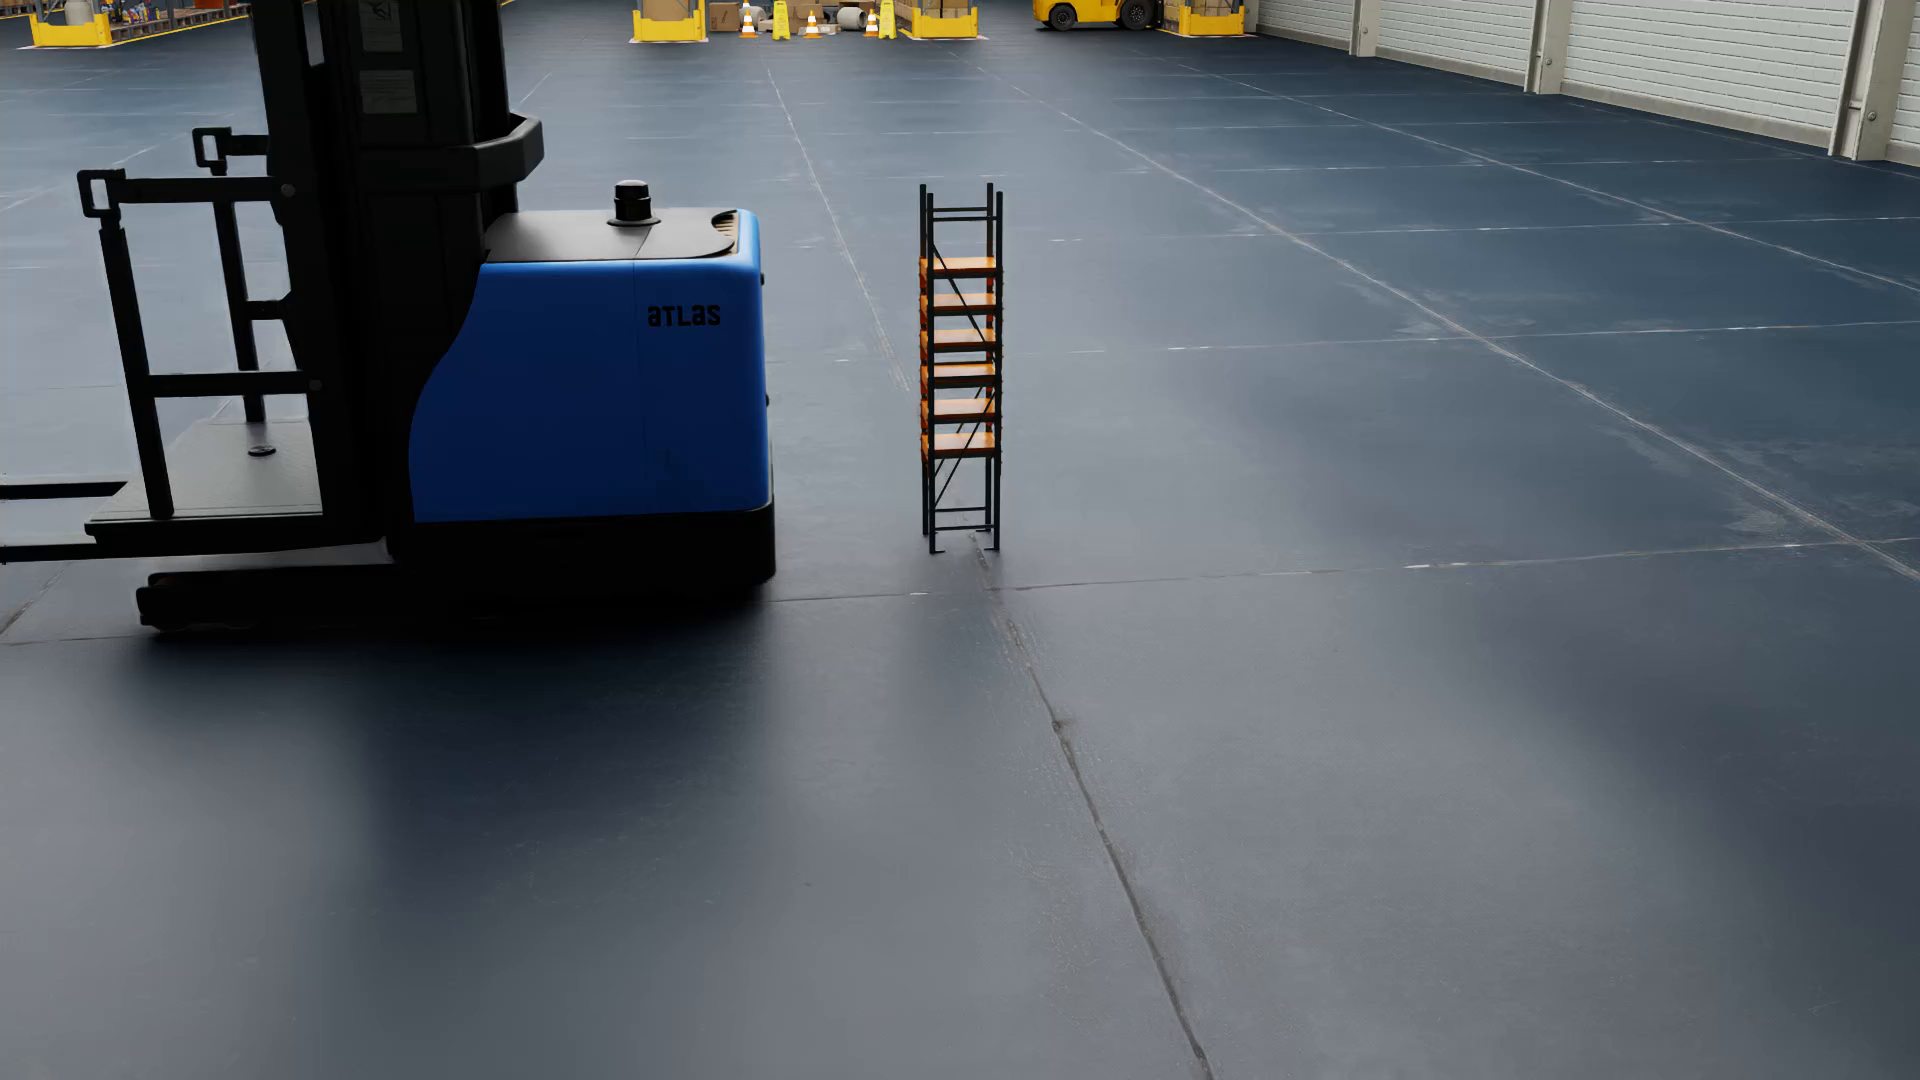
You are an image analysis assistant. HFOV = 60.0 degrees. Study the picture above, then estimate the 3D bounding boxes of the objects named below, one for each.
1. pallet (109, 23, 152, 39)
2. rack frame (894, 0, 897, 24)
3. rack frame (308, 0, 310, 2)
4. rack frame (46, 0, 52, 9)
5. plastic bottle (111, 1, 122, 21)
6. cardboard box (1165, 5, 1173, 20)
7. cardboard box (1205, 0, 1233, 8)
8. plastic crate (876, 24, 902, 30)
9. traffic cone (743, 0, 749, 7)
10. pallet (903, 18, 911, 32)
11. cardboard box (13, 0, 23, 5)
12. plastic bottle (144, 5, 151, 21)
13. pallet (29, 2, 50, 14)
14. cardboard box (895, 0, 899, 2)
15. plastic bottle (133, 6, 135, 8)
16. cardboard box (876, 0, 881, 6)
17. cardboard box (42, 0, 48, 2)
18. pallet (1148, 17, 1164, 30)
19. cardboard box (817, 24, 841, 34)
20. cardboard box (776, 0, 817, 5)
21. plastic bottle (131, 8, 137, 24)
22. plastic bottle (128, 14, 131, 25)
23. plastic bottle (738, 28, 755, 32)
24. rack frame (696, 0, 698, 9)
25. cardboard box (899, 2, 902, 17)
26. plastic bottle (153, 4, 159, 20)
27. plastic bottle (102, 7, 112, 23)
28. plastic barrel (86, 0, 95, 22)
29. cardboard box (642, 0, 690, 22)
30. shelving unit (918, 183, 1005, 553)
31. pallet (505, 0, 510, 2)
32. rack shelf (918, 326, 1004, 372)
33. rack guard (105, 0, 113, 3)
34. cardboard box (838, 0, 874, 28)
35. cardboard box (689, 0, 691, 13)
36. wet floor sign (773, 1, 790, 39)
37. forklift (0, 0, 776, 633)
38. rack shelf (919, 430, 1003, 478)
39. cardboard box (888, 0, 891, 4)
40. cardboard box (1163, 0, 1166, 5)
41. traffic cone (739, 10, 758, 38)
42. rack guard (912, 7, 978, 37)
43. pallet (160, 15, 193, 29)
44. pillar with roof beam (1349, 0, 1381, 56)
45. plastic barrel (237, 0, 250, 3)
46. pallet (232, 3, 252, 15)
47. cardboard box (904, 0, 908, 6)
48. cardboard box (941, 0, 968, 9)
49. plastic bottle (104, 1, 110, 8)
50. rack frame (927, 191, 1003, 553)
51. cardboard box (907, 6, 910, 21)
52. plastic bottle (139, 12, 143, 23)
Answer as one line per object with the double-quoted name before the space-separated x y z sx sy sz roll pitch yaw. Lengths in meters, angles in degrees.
"pallet" -15.313 -9.199 30.044 1.003 0.211 1.213 -3 21 -8
"rack frame" -0.840 -11.913 33.325 1.000 3.000 0.127 -3 21 -8
"rack frame" -17.277 -15.318 42.442 1.000 3.000 0.127 -3 21 -8
"rack frame" -21.603 -13.685 38.069 1.000 3.000 0.127 -3 21 -8
"plastic bottle" -15.699 -9.835 30.920 0.144 0.351 0.185 -3 21 -8
"cardboard box" 4.205 -10.008 31.553 0.500 0.250 0.500 -3 21 -8
"cardboard box" 4.786 -10.096 31.075 0.500 0.250 0.500 -3 21 -7
"plastic crate" -1.425 -9.960 32.270 0.402 0.080 0.583 -11 23 -26
"traffic cone" -4.423 -10.980 34.454 0.336 0.463 0.334 -3 21 -8
"pallet" -0.529 -9.953 32.062 1.003 0.211 1.213 -3 21 -8
"cardboard box" -21.038 -12.042 36.615 0.500 0.500 0.500 -4 21 -10
"plastic bottle" -15.077 -9.768 30.835 0.061 0.283 0.133 -2 21 -4
"pallet" -21.448 -12.099 37.808 1.003 0.211 1.213 -3 21 -8
"cardboard box" -1.022 -10.955 33.018 0.500 0.500 0.500 -2 21 -5
"plastic bottle" -15.193 -9.696 30.643 0.061 0.283 0.133 -3 21 -8
"cardboard box" -1.345 -12.067 36.894 0.950 0.372 0.625 -4 21 -11
"cardboard box" -21.248 -12.563 38.010 0.500 0.500 0.500 -3 21 -8
"pallet" 4.324 -10.158 32.610 1.003 0.211 1.213 -3 21 -8
"cardboard box" -2.451 -9.544 31.057 0.380 0.149 0.250 8 22 20
"cardboard box" -3.165 -10.226 32.182 0.797 0.637 0.503 -3 21 -8
"plastic bottle" -14.988 -9.503 30.144 0.097 0.271 0.097 0 20 0
"plastic bottle" -14.939 -9.353 29.841 0.097 0.201 0.097 0 20 0
"plastic bottle" -4.056 -9.700 31.600 0.283 0.061 0.133 -11 23 -26
"rack frame" -6.300 -13.013 36.271 1.000 3.000 0.127 -3 21 -8
"cardboard box" -0.934 -10.419 32.656 0.500 0.250 0.500 -2 21 -5
"plastic bottle" -15.152 -9.947 31.315 0.061 0.283 0.133 -2 21 -5
"plastic bottle" -15.610 -9.597 30.387 0.152 0.276 0.135 -3 21 -8
"plastic barrel" -15.214 -9.207 29.036 0.421 0.512 0.421 0 20 0
"cardboard box" -5.310 -9.676 29.773 0.875 0.875 0.875 -3 21 -7
"shelving unit" 0.002 -0.557 5.493 0.258 1.200 0.189 -3 21 -8
"pallet" -12.184 -13.989 42.868 1.003 0.211 1.213 -3 21 -8
"rack shelf" 0.002 -0.628 5.466 0.258 0.103 0.180 -3 21 -8
"rack guard" -22.169 -13.872 42.143 1.175 0.500 0.348 -3 21 -8
"cardboard box" -2.032 -10.303 32.585 0.500 0.500 0.500 12 24 29
"cardboard box" -5.702 -10.608 32.269 0.875 0.875 0.875 -3 21 -7
"wet floor sign" -3.184 -9.230 29.507 0.267 0.644 0.232 -7 21 -17
"forklift" -2.134 -1.291 4.984 3.031 2.935 1.130 -2 21 -6
"rack shelf" 0.002 -0.291 5.592 0.258 0.103 0.180 -3 21 -8
"cardboard box" -1.025 -11.309 34.863 0.950 0.372 0.625 -2 21 -4
"cardboard box" 4.112 -10.427 31.962 0.500 0.250 0.500 -3 21 -9
"traffic cone" -3.818 -9.310 29.983 0.336 0.463 0.334 -3 21 -8
"rack guard" -0.274 -9.383 30.125 1.175 0.500 0.348 -3 21 -8
"pallet" -15.699 -10.127 32.529 1.003 0.211 1.213 -3 21 -8
"pillar with roof beam" 2.044 -11.582 23.865 9.100 9.000 0.400 -3 21 -8
"plastic barrel" -16.537 -12.713 37.865 0.600 0.901 0.708 -3 21 -8
"pallet" -16.452 -11.934 37.368 1.003 0.211 1.213 -3 21 -8
"cardboard box" -0.781 -10.408 31.553 0.500 0.500 0.500 -3 21 -9
"cardboard box" -0.110 -10.089 30.700 0.500 0.500 0.500 -4 21 -10
"plastic bottle" -15.842 -9.828 30.900 0.144 0.351 0.185 -2 21 -6
"rack frame" 0.015 -0.525 5.408 0.240 1.200 0.006 -3 21 -8
"cardboard box" -0.713 -9.883 31.219 0.500 0.250 0.500 -3 21 -8
"plastic bottle" -15.032 -9.576 30.438 0.097 0.201 0.097 0 20 0
